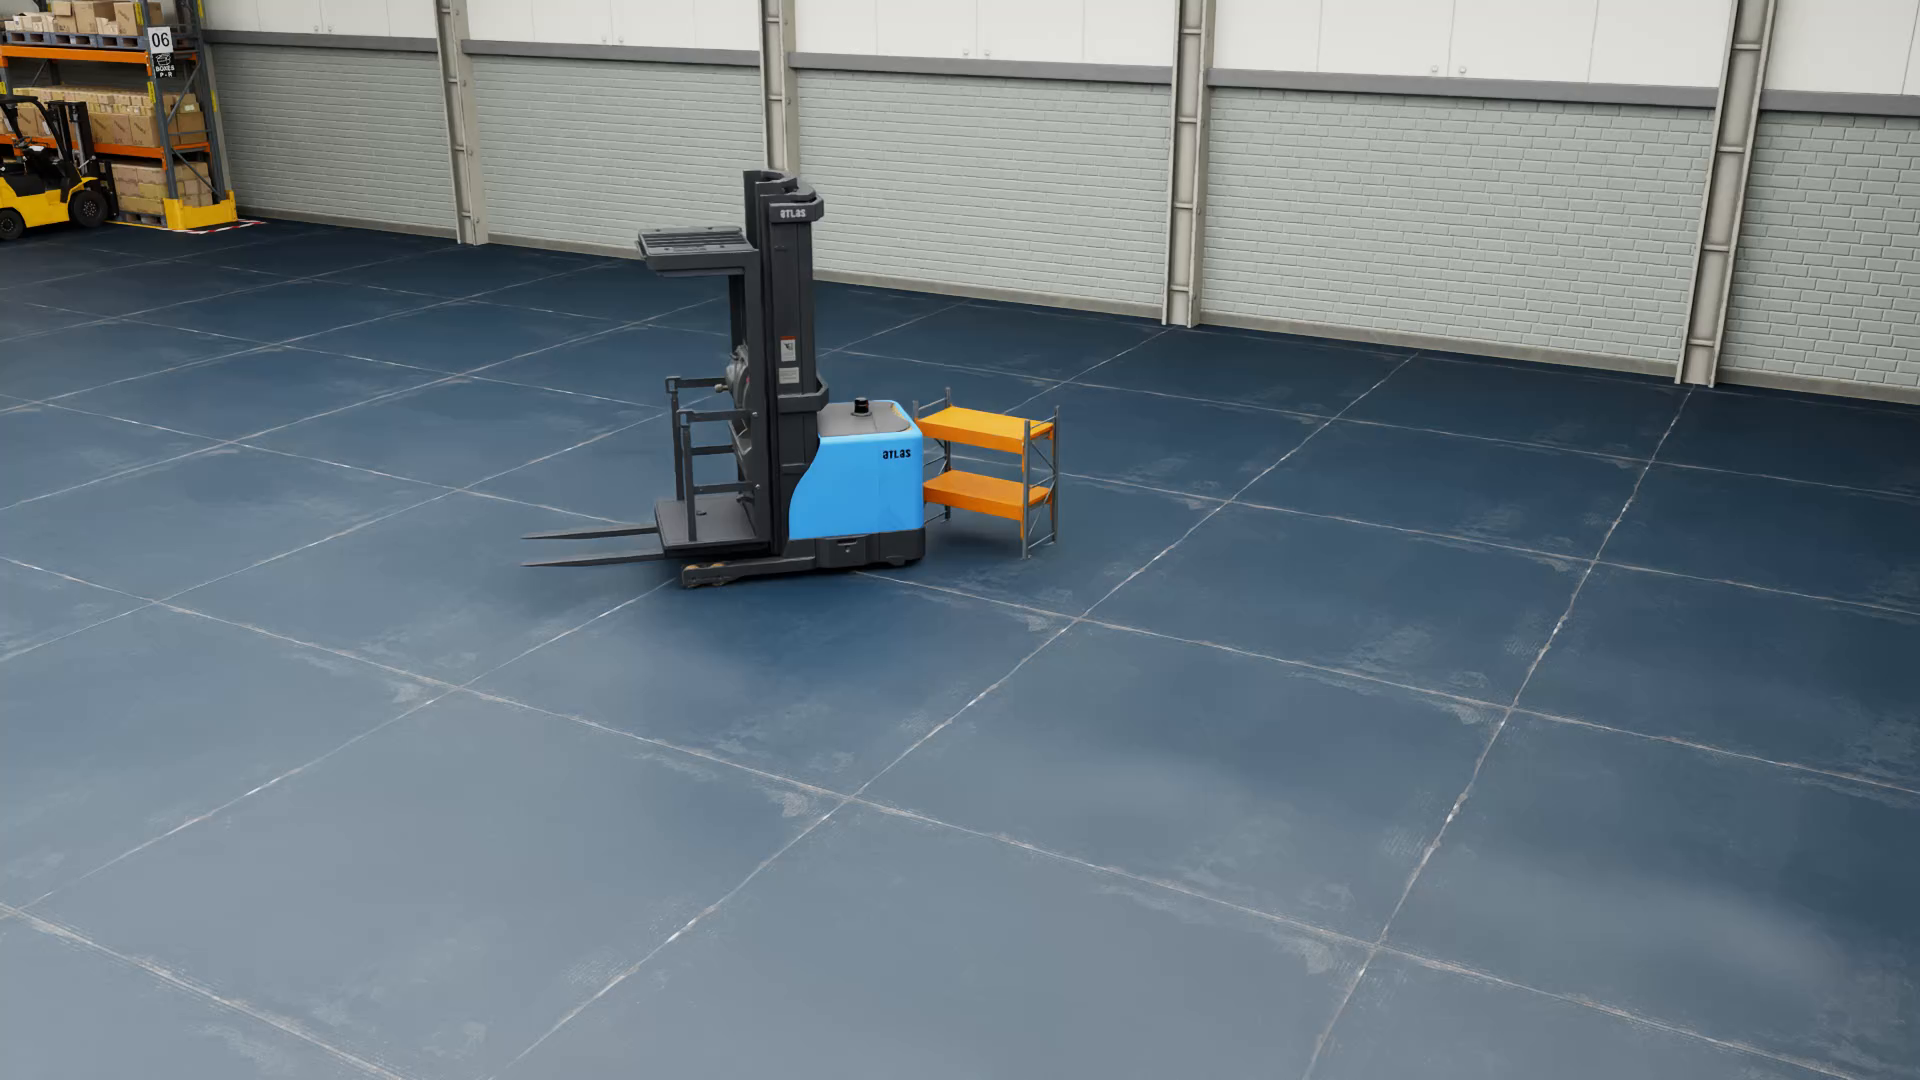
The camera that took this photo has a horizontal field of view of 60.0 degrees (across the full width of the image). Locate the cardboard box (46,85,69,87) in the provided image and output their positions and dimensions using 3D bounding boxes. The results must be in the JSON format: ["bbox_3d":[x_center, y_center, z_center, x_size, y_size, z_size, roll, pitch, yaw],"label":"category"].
[{"bbox_3d":[-15.841,-7.928,29.287,0.250,0.149,0.380,11,23,27],"label":"cardboard box"}]

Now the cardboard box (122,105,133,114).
[{"bbox_3d":[-13.649,-7.155,27.594,0.250,0.149,0.380,11,23,28],"label":"cardboard box"}]

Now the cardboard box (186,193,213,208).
[{"bbox_3d":[-13.109,-5.779,28.313,0.500,0.250,0.500,11,23,28],"label":"cardboard box"}]

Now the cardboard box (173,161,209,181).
[{"bbox_3d":[-13.103,-6.245,28.133,0.500,0.250,0.500,10,22,26],"label":"cardboard box"}]

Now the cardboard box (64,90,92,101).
[{"bbox_3d":[-14.971,-7.559,28.271,0.250,0.149,0.380,11,23,27],"label":"cardboard box"}]

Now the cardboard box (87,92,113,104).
[{"bbox_3d":[-14.354,-7.405,27.846,0.250,0.149,0.380,11,23,28],"label":"cardboard box"}]

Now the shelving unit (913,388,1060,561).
[{"bbox_3d":[0.204,-0.537,13.195,1.048,1.125,0.538,12,23,31],"label":"shelving unit"}]

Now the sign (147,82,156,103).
[{"bbox_3d":[-13.052,-7.230,26.854,0.005,0.325,0.100,11,23,27],"label":"sign"}]

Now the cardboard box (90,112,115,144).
[{"bbox_3d":[-14.229,-6.959,28.004,0.500,0.500,0.500,10,22,26],"label":"cardboard box"}]

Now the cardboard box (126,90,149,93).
[{"bbox_3d":[-13.865,-7.520,28.164,0.250,0.149,0.380,12,23,29],"label":"cardboard box"}]

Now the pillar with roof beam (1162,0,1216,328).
[{"bbox_3d":[0.671,-5.663,15.781,0.400,9.000,9.100,11,23,27],"label":"pillar with roof beam"}]

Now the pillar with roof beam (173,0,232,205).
[{"bbox_3d":[-15.043,-8.657,24.033,0.400,9.000,9.100,11,23,27],"label":"pillar with roof beam"}]

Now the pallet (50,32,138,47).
[{"bbox_3d":[-14.449,-8.430,27.938,1.213,0.211,1.003,11,23,27],"label":"pallet"}]

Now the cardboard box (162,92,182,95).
[{"bbox_3d":[-13.166,-7.408,27.855,0.250,0.149,0.380,12,23,29],"label":"cardboard box"}]

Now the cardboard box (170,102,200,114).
[{"bbox_3d":[-12.945,-7.220,27.771,0.250,0.149,0.380,10,22,26],"label":"cardboard box"}]

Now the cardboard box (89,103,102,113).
[{"bbox_3d":[-14.347,-7.266,27.900,0.250,0.149,0.380,11,23,28],"label":"cardboard box"}]

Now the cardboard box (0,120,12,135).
[{"bbox_3d":[-16.835,-7.335,29.406,0.500,0.250,0.500,11,23,29],"label":"cardboard box"}]

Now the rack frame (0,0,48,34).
[{"bbox_3d":[-16.267,-10.219,28.341,0.127,3.000,1.000,11,23,27],"label":"rack frame"}]

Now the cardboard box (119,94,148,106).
[{"bbox_3d":[-13.663,-7.290,27.529,0.250,0.149,0.380,11,23,28],"label":"cardboard box"}]

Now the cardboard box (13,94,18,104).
[{"bbox_3d":[-16.674,-7.742,29.211,0.250,0.149,0.380,12,23,29],"label":"cardboard box"}]

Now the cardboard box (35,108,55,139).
[{"bbox_3d":[-15.545,-7.213,28.704,0.500,0.500,0.500,11,23,28],"label":"cardboard box"}]

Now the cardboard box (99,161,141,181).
[{"bbox_3d":[-14.224,-6.257,28.165,0.500,0.250,0.500,11,23,28],"label":"cardboard box"}]

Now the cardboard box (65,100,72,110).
[{"bbox_3d":[-15.014,-7.398,28.264,0.250,0.149,0.380,10,22,26],"label":"cardboard box"}]

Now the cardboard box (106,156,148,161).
[{"bbox_3d":[-14.416,-6.501,28.838,0.500,0.250,0.500,10,22,26],"label":"cardboard box"}]

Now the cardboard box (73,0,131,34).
[{"bbox_3d":[-14.126,-8.637,27.468,0.500,0.500,0.700,11,23,28],"label":"cardboard box"}]

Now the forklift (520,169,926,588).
[{"bbox_3d":[-1.840,-1.220,12.431,3.031,2.935,1.130,-5,21,-13],"label":"forklift"}]

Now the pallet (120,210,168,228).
[{"bbox_3d":[-13.463,-5.538,28.322,1.213,0.211,1.003,11,23,27],"label":"pallet"}]

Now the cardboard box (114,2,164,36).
[{"bbox_3d":[-13.281,-8.437,26.916,0.500,0.500,0.500,12,23,29],"label":"cardboard box"}]

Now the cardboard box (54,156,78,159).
[{"bbox_3d":[-15.557,-6.512,28.869,0.500,0.250,0.500,11,23,27],"label":"cardboard box"}]

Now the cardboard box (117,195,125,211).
[{"bbox_3d":[-14.202,-5.794,28.356,0.500,0.250,0.500,11,23,28],"label":"cardboard box"}]

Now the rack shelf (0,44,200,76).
[{"bbox_3d":[-14.521,-8.139,28.059,4.000,0.370,1.077,11,23,27],"label":"rack shelf"}]

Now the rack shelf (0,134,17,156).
[{"bbox_3d":[-18.013,-7.394,30.404,4.000,0.370,1.077,11,23,27],"label":"rack shelf"}]

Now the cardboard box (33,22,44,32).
[{"bbox_3d":[-15.353,-8.643,28.000,0.250,0.149,0.380,12,23,29],"label":"cardboard box"}]

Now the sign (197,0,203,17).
[{"bbox_3d":[-12.499,-8.756,27.309,0.005,0.325,0.100,11,23,27],"label":"sign"}]

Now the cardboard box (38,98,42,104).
[{"bbox_3d":[-15.650,-7.542,28.661,0.250,0.149,0.380,11,23,27],"label":"cardboard box"}]

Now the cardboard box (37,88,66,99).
[{"bbox_3d":[-15.635,-7.693,28.641,0.250,0.149,0.380,10,22,26],"label":"cardboard box"}]

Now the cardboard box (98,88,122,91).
[{"bbox_3d":[-14.533,-7.654,28.532,0.250,0.149,0.380,12,23,29],"label":"cardboard box"}]

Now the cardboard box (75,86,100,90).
[{"bbox_3d":[-15.156,-7.811,28.965,0.250,0.149,0.380,10,22,26],"label":"cardboard box"}]

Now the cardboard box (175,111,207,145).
[{"bbox_3d":[-13.072,-6.946,27.968,0.500,0.500,0.500,12,23,29],"label":"cardboard box"}]

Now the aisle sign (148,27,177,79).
[{"bbox_3d":[-12.861,-7.858,26.816,0.004,0.787,0.394,11,23,27],"label":"aisle sign"}]

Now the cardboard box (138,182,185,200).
[{"bbox_3d":[-13.353,-5.862,27.809,0.500,0.250,0.500,10,22,27],"label":"cardboard box"}]

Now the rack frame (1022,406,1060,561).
[{"bbox_3d":[0.632,-0.443,12.937,0.032,1.125,0.500,12,23,31],"label":"rack frame"}]

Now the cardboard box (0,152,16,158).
[{"bbox_3d":[-17.402,-6.695,30.290,0.625,0.625,0.875,11,22,27],"label":"cardboard box"}]
